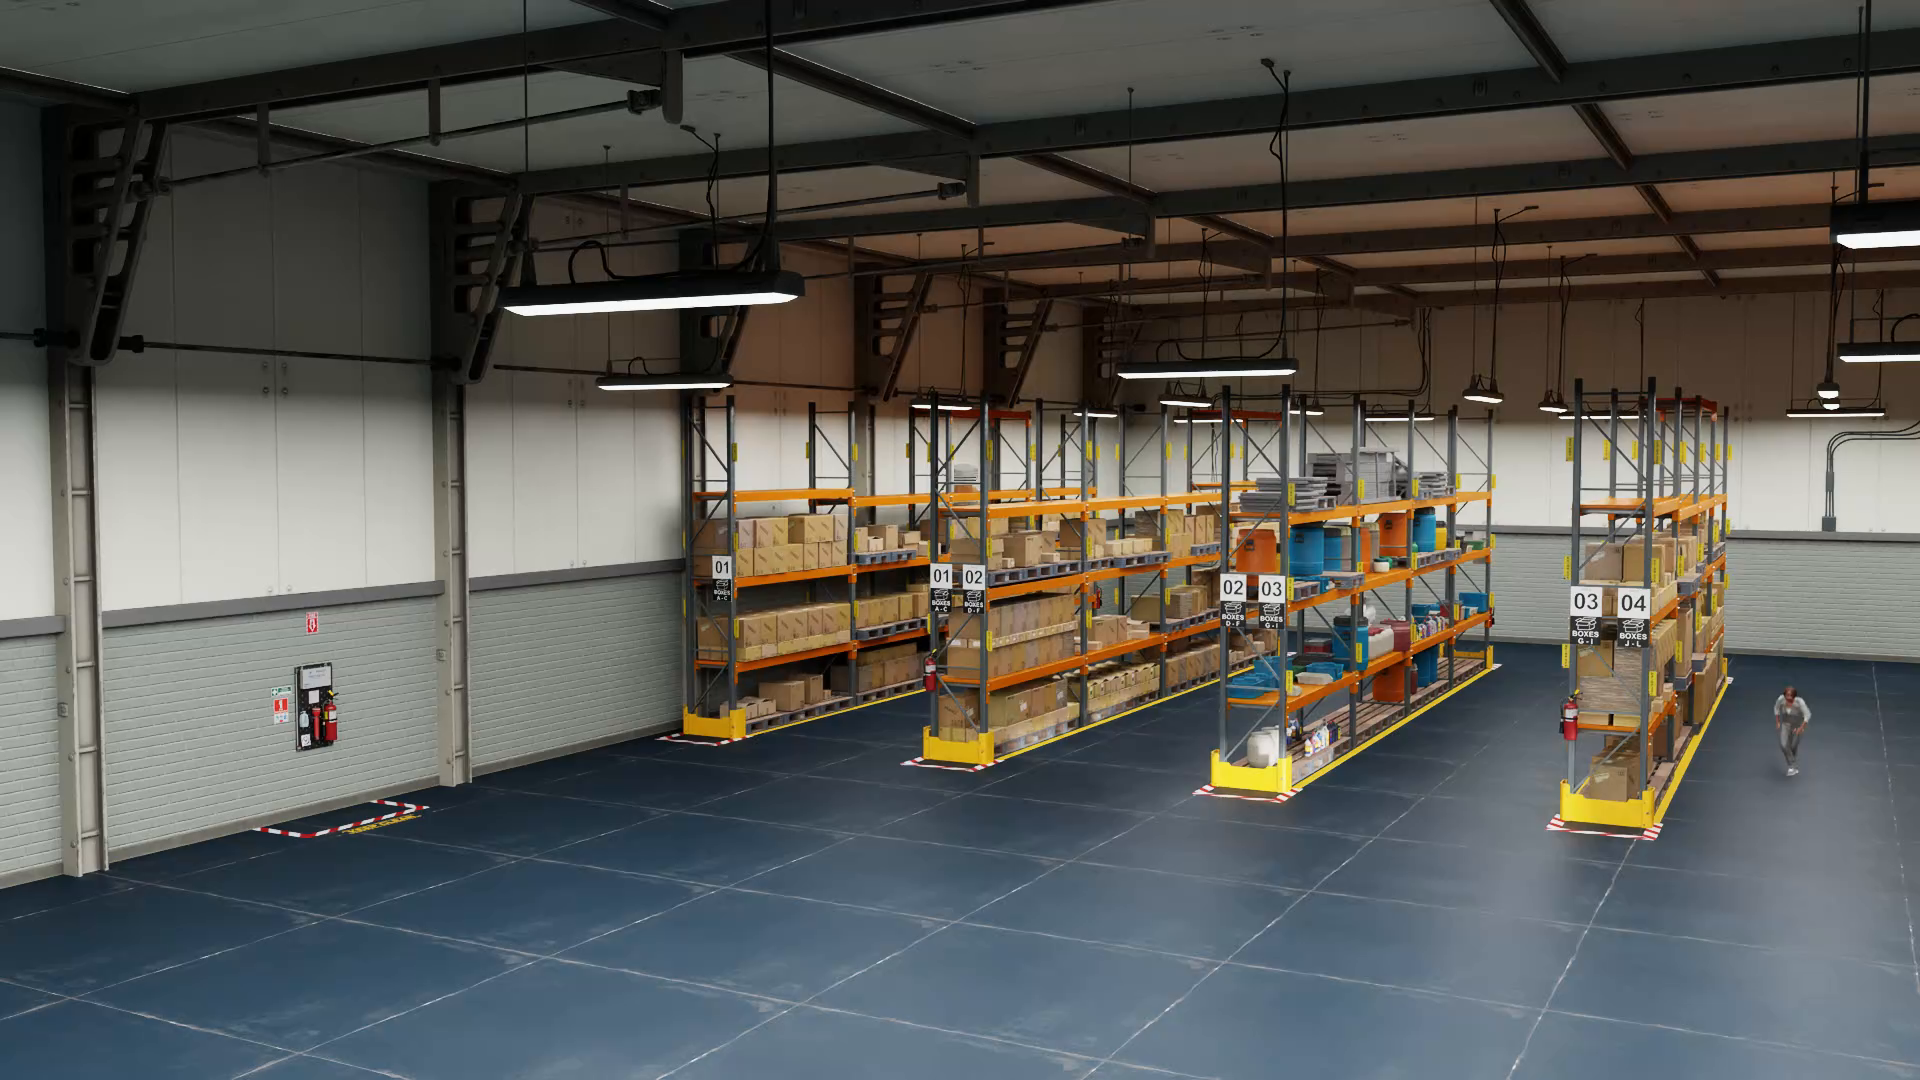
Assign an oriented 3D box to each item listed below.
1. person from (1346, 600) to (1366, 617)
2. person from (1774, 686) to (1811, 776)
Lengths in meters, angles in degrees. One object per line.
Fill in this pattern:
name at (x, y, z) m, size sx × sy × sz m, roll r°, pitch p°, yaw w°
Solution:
person at (8.928, 2.176, 37.512) m, size 0.660 × 1.683 × 0.743 m, roll 3°, pitch 4°, yaw 45°
person at (12.971, 2.937, 25.890) m, size 0.534 × 1.421 × 0.968 m, roll 2°, pitch 4°, yaw 34°
